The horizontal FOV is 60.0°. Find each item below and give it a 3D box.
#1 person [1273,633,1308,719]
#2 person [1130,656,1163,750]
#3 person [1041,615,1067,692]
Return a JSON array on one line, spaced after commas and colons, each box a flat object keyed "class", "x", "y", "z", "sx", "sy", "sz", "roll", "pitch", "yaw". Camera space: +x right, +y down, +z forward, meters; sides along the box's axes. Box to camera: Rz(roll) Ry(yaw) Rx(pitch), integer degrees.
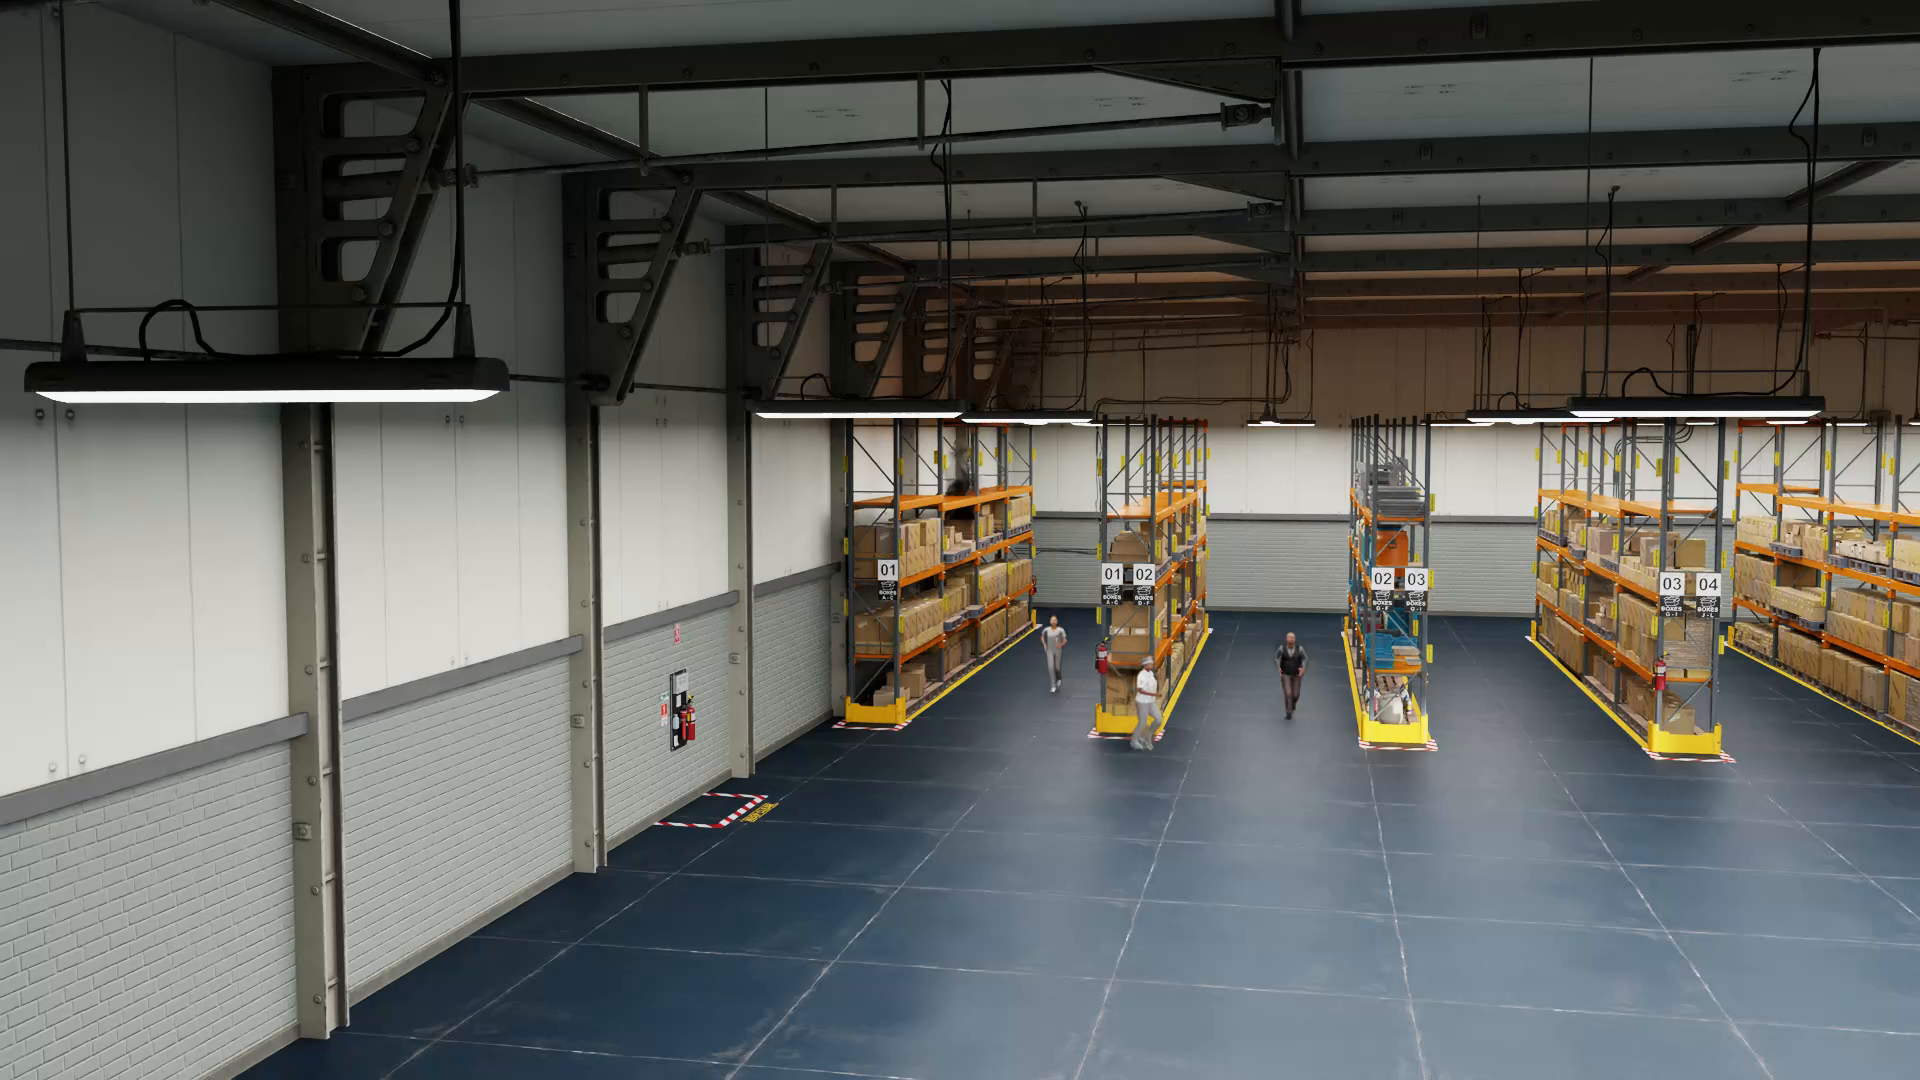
[{"class": "person", "x": 6.577, "y": 2.681, "z": 33.087, "sx": 0.681, "sy": 1.690, "sz": 0.733, "roll": 0, "pitch": 4, "yaw": 5}, {"class": "person", "x": 3.366, "y": 2.921, "z": 29.675, "sx": 0.686, "sy": 1.717, "sz": 0.606, "roll": 3, "pitch": 5, "yaw": 40}, {"class": "person", "x": 2.050, "y": 2.466, "z": 36.385, "sx": 0.576, "sy": 1.654, "sz": 0.797, "roll": 1, "pitch": 4, "yaw": 8}]
